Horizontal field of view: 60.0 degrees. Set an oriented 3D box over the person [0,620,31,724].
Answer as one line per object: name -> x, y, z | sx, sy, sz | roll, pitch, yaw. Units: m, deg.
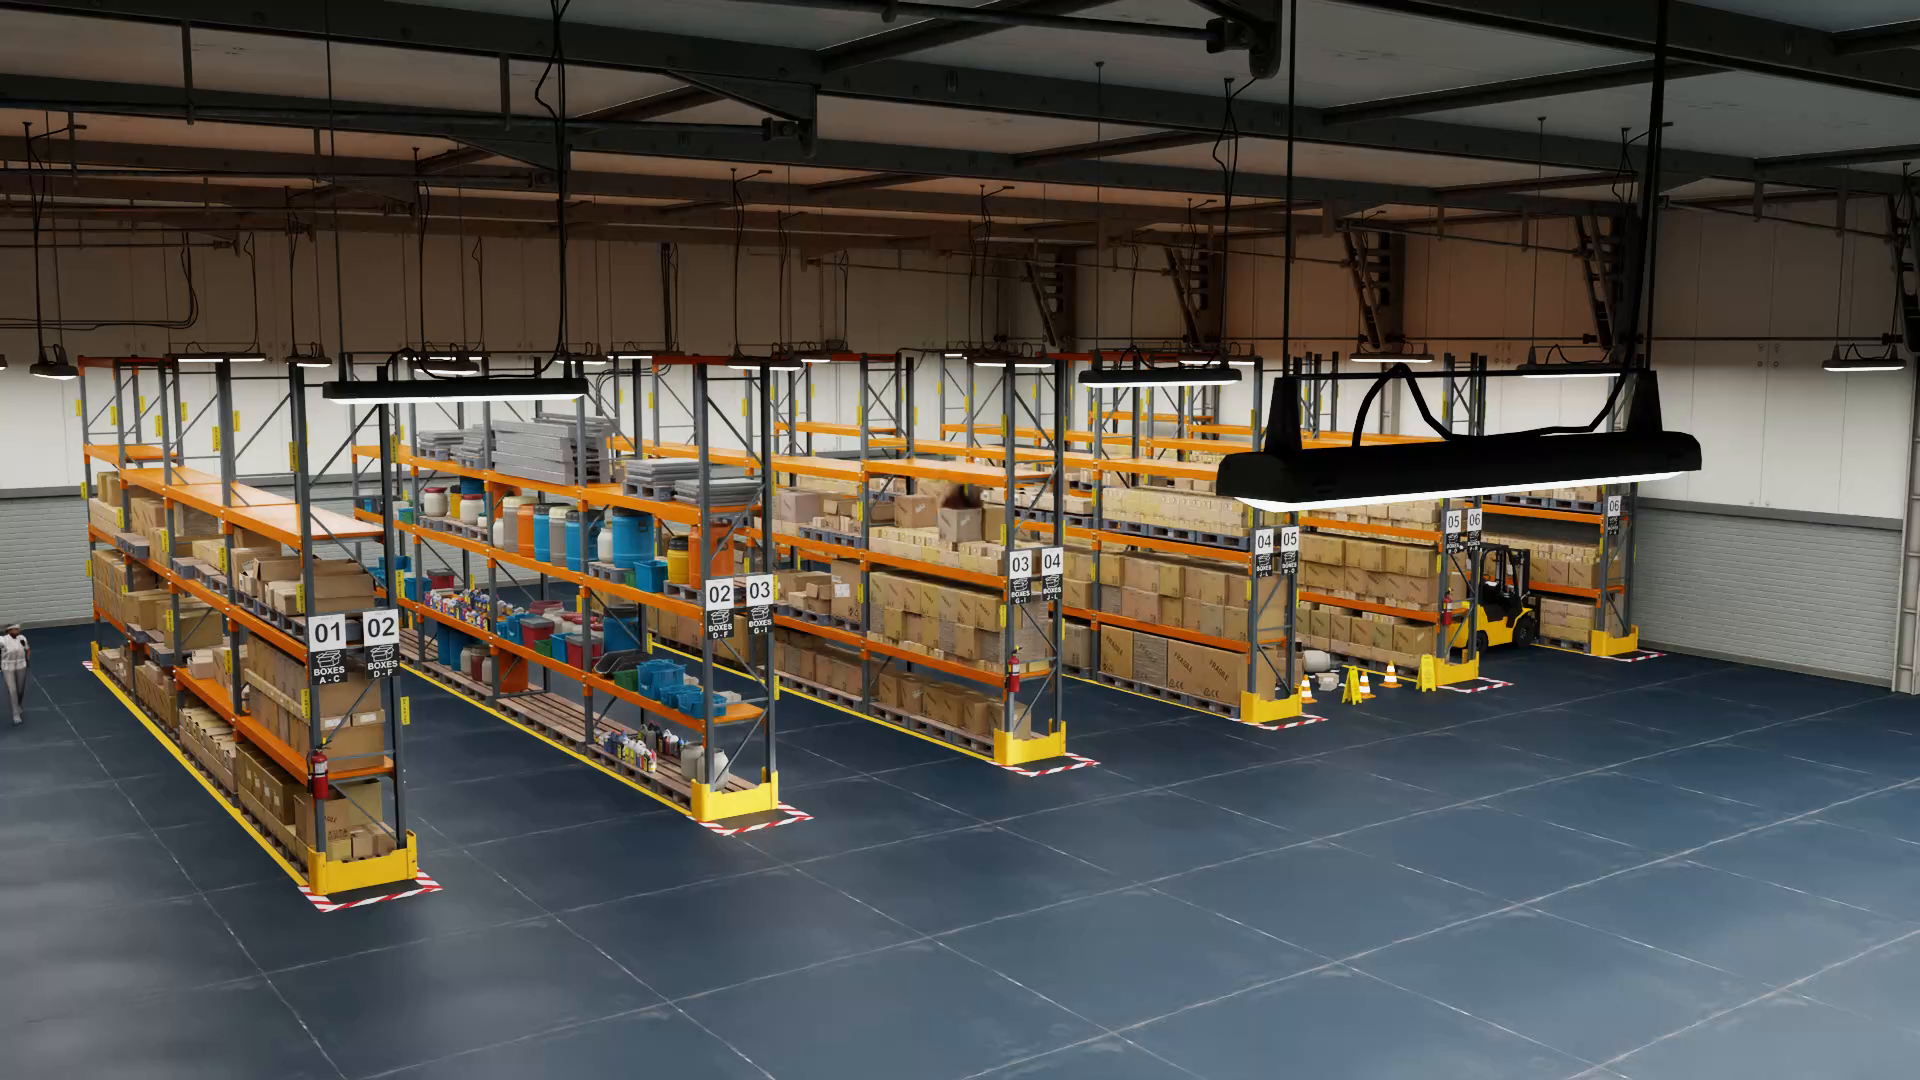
person -> -15.701, 2.143, 27.535 | 0.627, 1.644, 1.006 | -5, 9, -35
